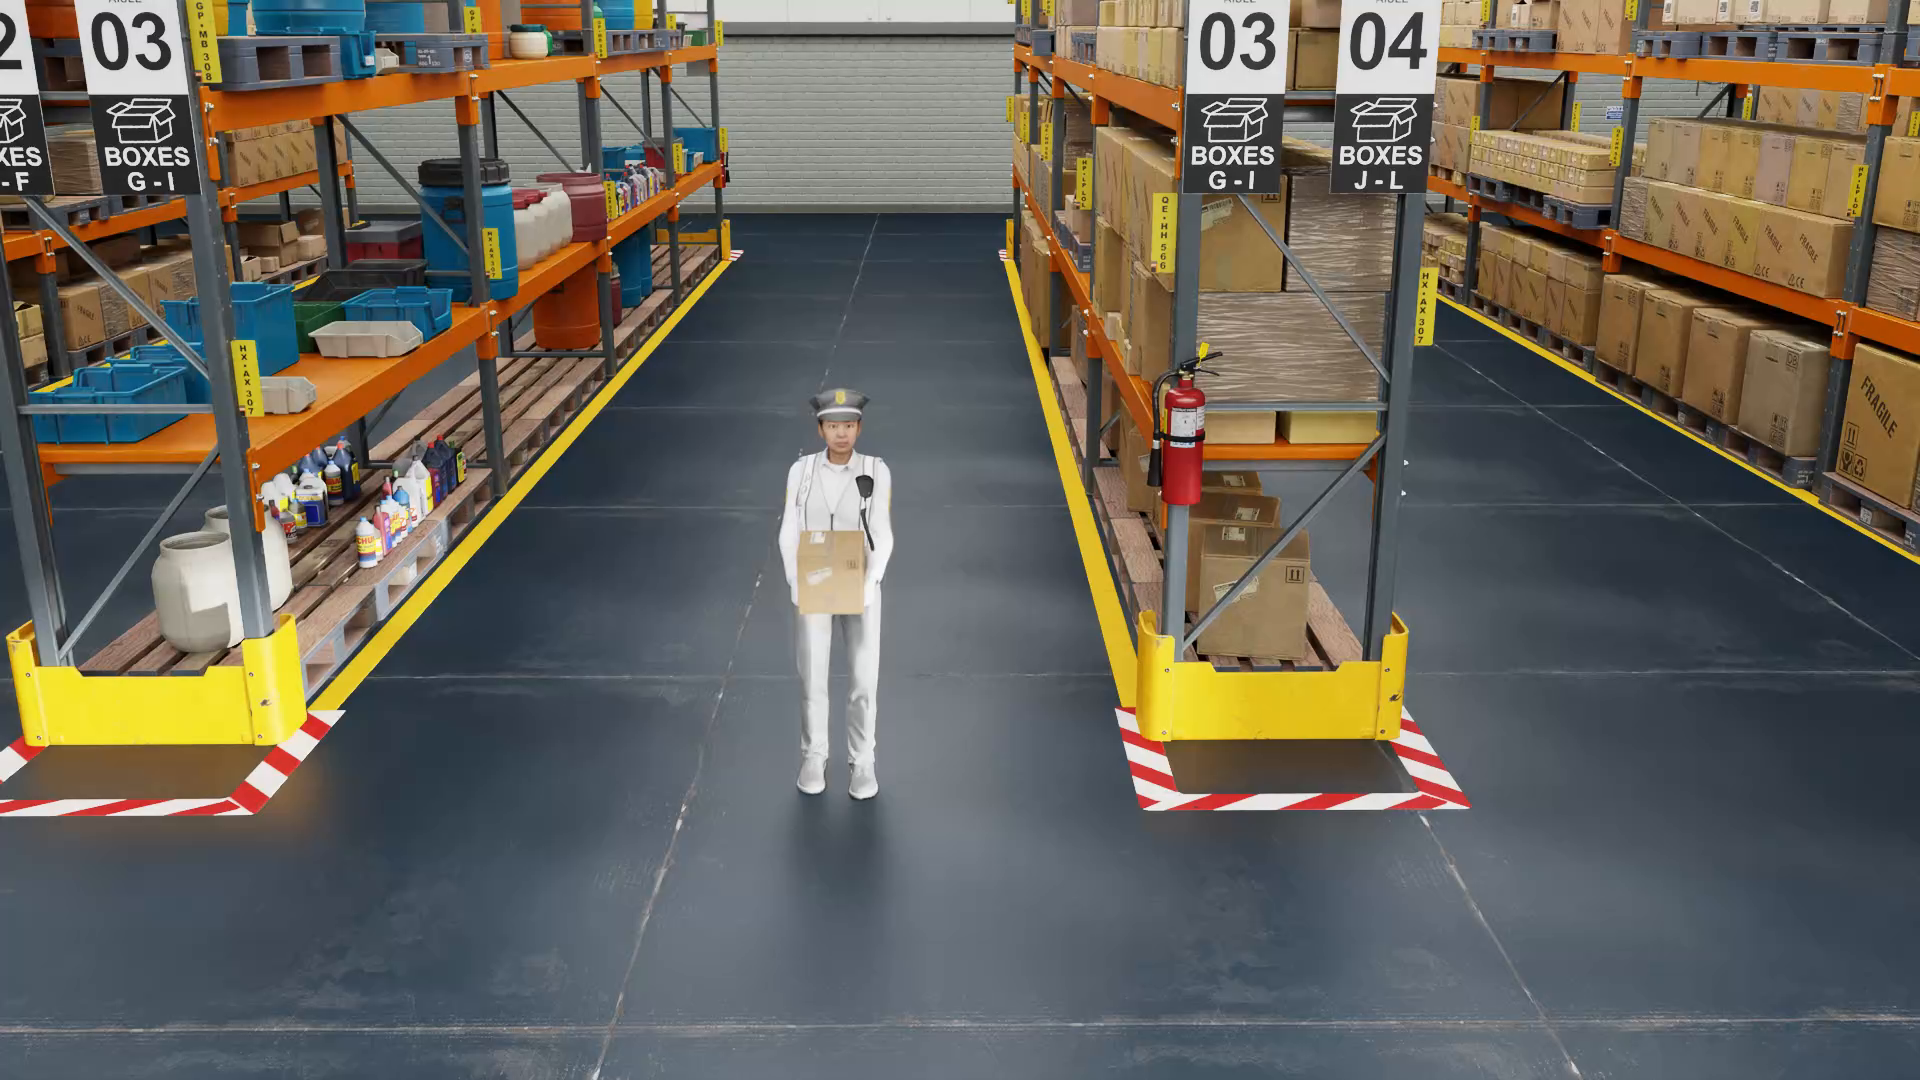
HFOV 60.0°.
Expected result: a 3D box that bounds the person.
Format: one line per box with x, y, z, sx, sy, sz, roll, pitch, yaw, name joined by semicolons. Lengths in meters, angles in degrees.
-0.500;0.225;6.778;0.460;1.686;0.564;0;17;-1;person
